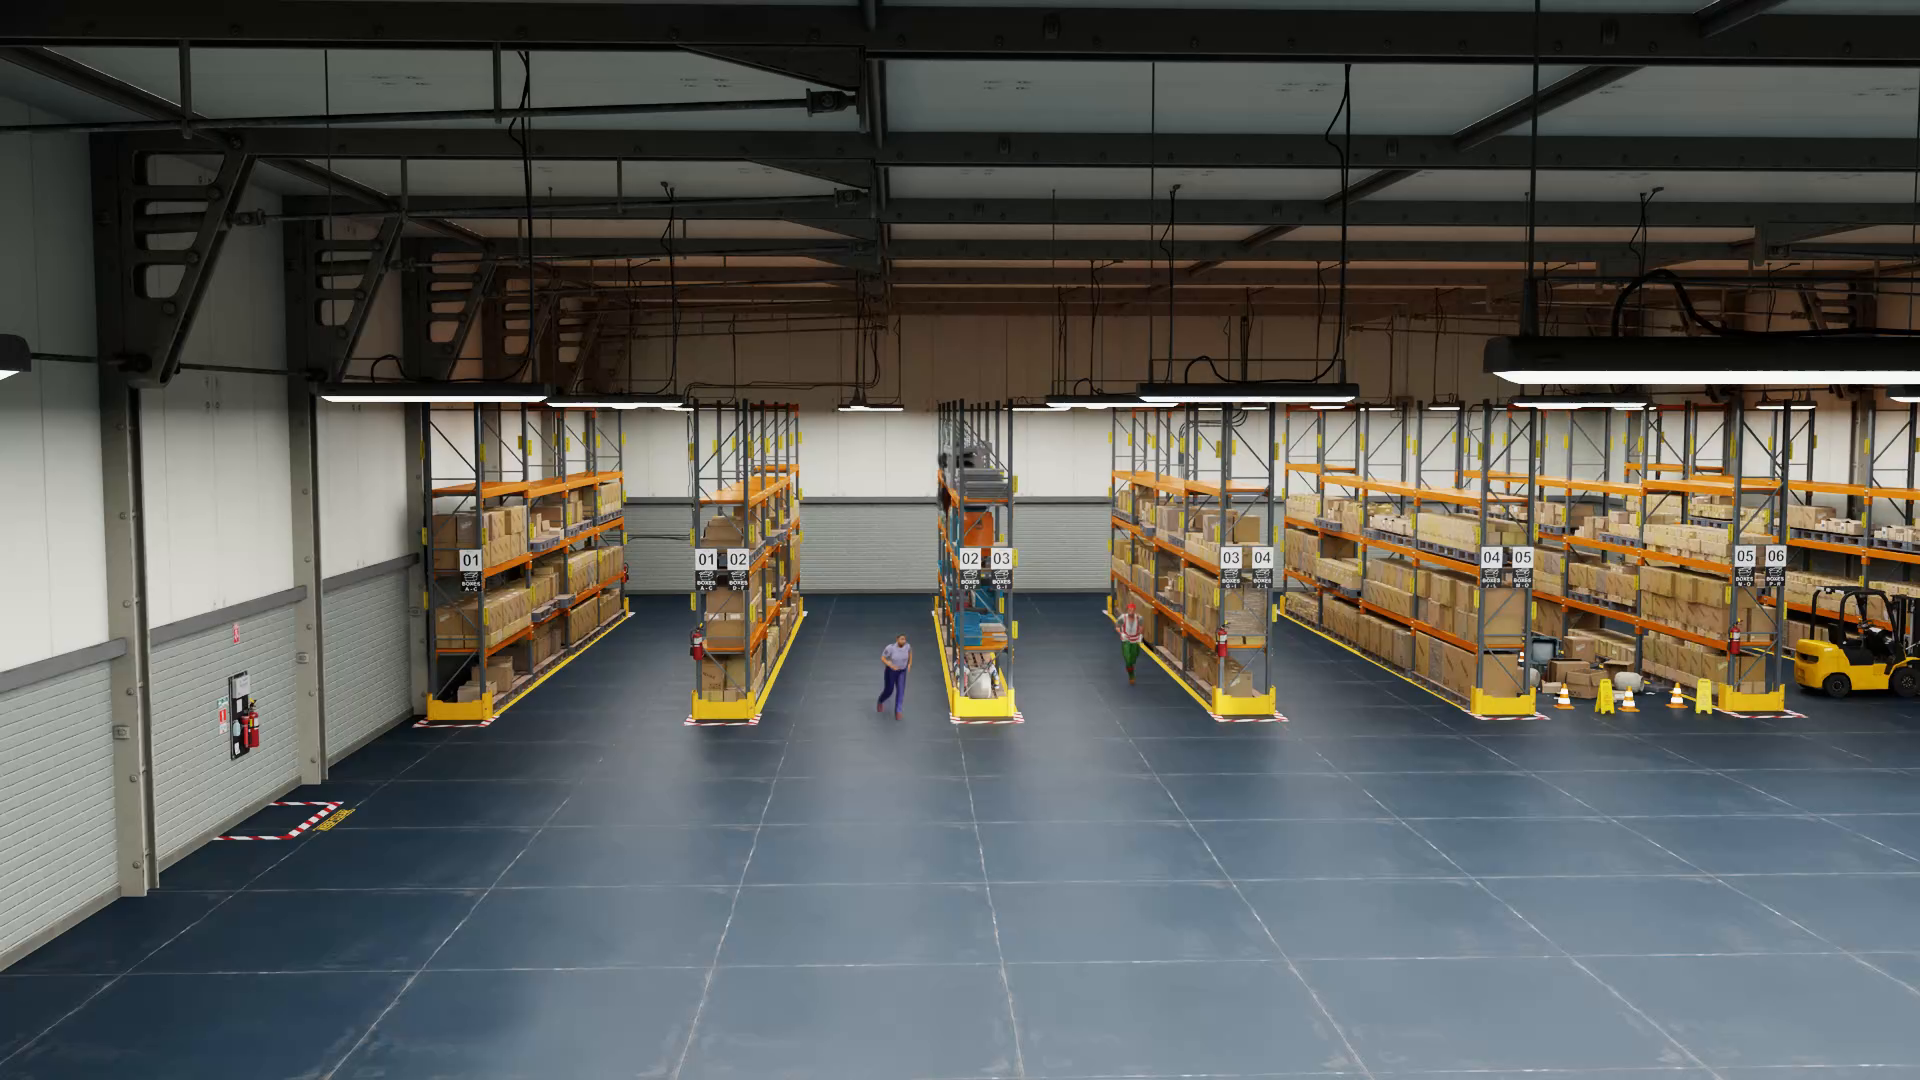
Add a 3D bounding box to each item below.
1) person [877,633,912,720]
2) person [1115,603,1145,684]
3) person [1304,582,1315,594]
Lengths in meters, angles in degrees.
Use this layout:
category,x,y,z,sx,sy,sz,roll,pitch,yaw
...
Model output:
category,x,y,z,sx,sy,sz,roll,pitch,yaw
person,-1.199,2.534,31.455,0.659,1.606,0.960,-2,5,-24
person,3.618,2.183,35.456,0.644,1.732,0.778,0,4,1
person,10.313,1.260,48.702,0.502,1.554,0.576,1,4,9
